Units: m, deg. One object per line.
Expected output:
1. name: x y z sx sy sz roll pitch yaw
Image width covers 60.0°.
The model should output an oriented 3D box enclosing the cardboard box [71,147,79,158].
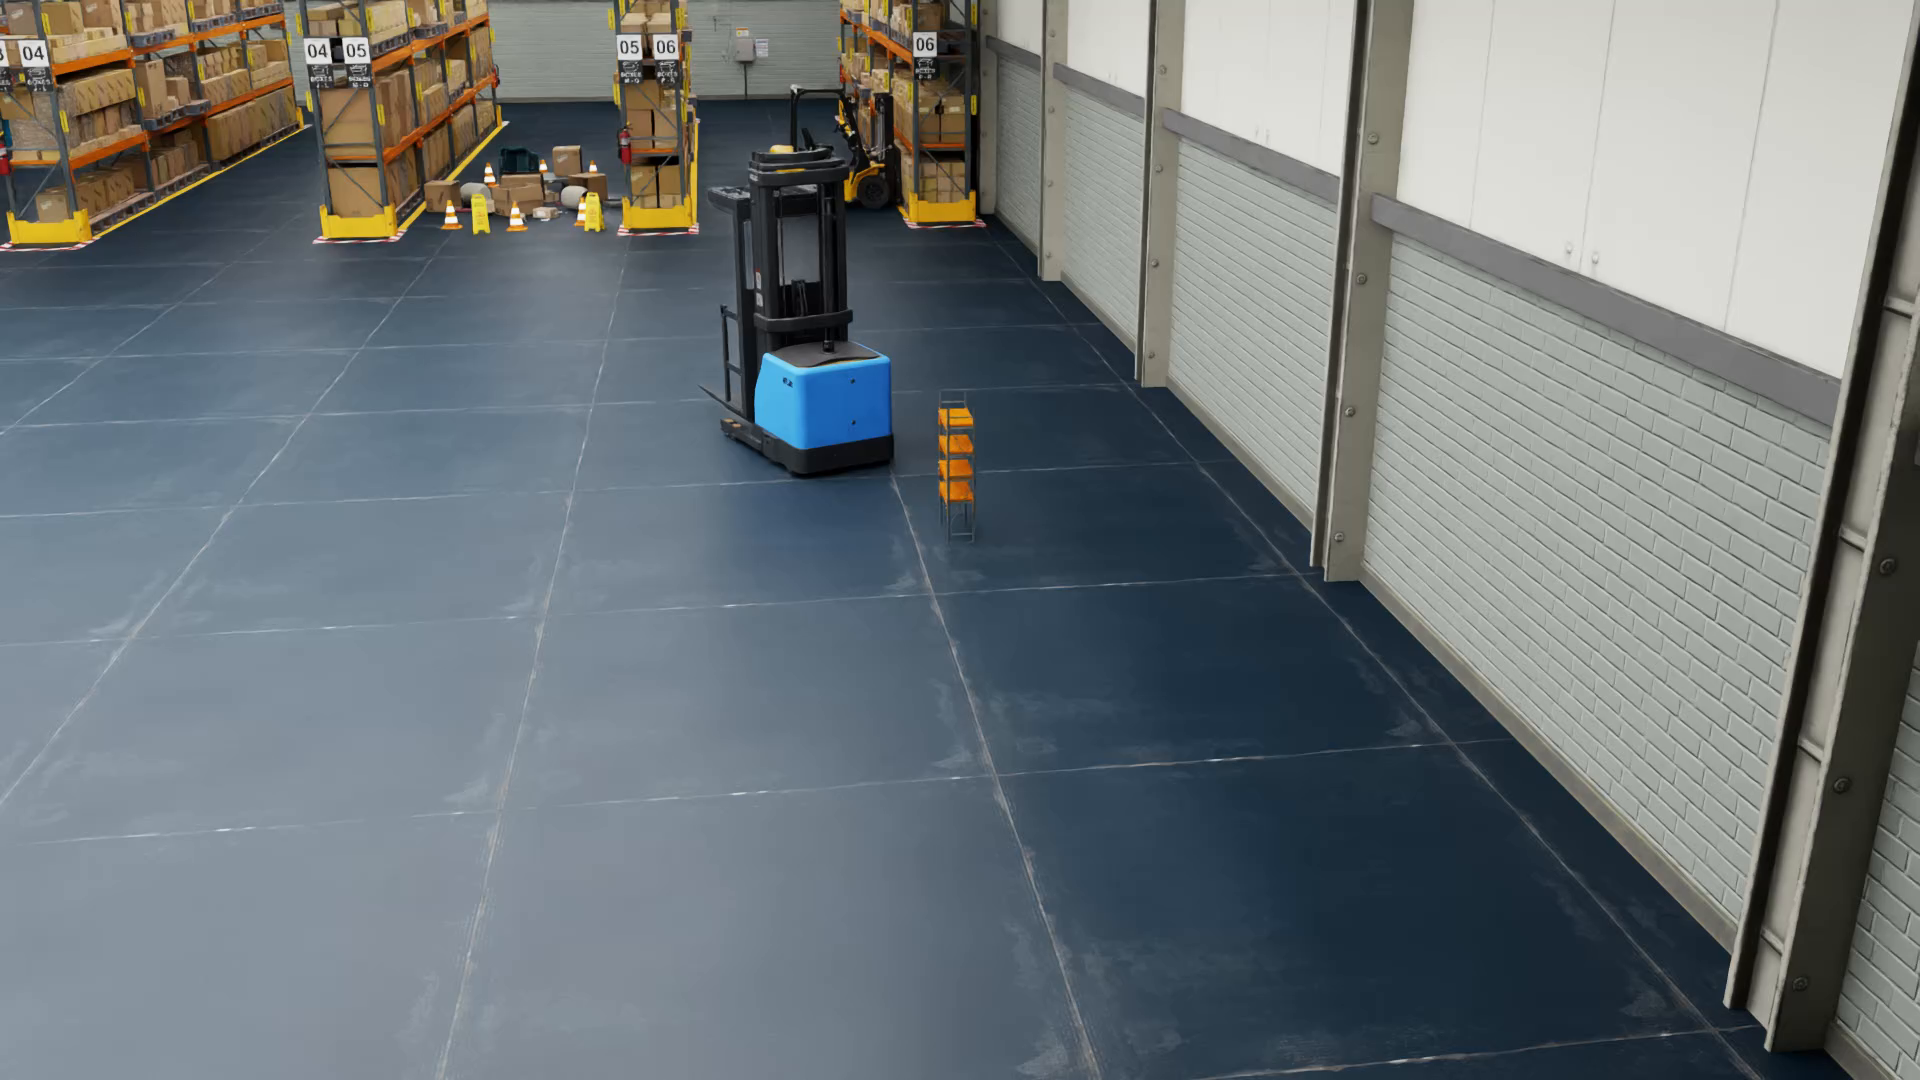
1. cardboard box: -14.855 -6.419 27.549 0.380 0.149 0.250 -3 21 -8

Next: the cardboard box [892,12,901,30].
1. cardboard box: -1.013 -9.782 31.290 0.500 0.311 0.500 -2 21 -7

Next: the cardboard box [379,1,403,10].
1. cardboard box: -10.283 -9.645 30.017 0.380 0.149 0.250 -3 21 -8

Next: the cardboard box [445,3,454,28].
1. cardboard box: -11.239 -11.332 35.915 0.500 0.500 0.500 -3 21 -8

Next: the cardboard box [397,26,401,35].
1. cardboard box: -10.206 -9.095 29.682 0.380 0.149 0.250 -3 21 -8

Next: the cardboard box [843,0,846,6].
1. cardboard box: -2.673 -13.584 41.875 0.500 0.250 0.500 -4 21 -9

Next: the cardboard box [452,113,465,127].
1. cardboard box: -11.255 -9.299 36.802 0.500 0.250 0.500 -3 21 -7

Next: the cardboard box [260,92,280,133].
1. cardboard box: -16.909 -10.239 39.854 0.875 0.875 0.875 -3 21 -8

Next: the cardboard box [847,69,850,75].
1. cardboard box: -2.651 -11.846 42.078 0.380 0.149 0.250 -2 21 -7

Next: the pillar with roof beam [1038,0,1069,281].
1. pillar with roof beam: -2.919 -7.892 22.560 9.100 9.000 0.400 -3 21 -8

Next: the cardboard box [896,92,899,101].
1. cardboard box: -1.004 -8.344 31.273 0.380 0.149 0.250 -3 21 -8

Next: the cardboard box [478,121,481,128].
1. cardboard box: -11.576 -9.851 39.427 0.380 0.149 0.250 -2 21 -5

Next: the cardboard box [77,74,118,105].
1. cardboard box: -15.128 -7.890 29.131 0.500 0.500 0.500 -3 21 -8

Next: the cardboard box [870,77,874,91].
1. cardboard box: -1.671 -9.857 35.893 0.500 0.250 0.500 -3 21 -8

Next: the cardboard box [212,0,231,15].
1. cardboard box: -16.670 -11.942 36.946 0.700 0.500 0.500 -2 21 -6

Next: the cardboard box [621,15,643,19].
1. cardboard box: -5.974 -9.486 30.334 0.380 0.149 0.250 -3 21 -8

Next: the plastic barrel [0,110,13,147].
1. plastic barrel: -21.603 -9.268 37.217 0.600 0.901 0.708 -3 21 -8

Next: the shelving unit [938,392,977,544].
1. shelving unit: -0.024 -0.619 14.234 0.258 1.200 0.503 -3 21 -8

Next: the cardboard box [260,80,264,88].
1. cardboard box: -16.553 -10.677 38.949 0.380 0.149 0.250 -2 21 -6

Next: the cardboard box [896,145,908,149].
1. cardboard box: -0.986 -7.319 31.501 0.500 0.250 0.500 -2 21 -6

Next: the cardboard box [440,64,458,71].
1. cardboard box: -11.444 -10.578 37.235 0.380 0.149 0.250 -4 21 -10

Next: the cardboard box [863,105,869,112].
1. cardboard box: -2.092 -10.257 39.510 0.380 0.149 0.250 -4 21 -11

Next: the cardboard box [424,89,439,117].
1. cardboard box: -10.713 -8.705 33.167 0.500 0.500 0.500 -3 21 -7

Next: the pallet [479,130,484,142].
1. pallet: -11.972 -9.633 39.780 1.003 0.211 1.213 -3 21 -8

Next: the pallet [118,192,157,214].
1. pallet: -15.478 -6.186 30.552 1.003 0.211 1.213 -3 21 -8

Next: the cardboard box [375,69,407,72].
1. cardboard box: -10.668 -8.385 30.697 0.875 0.550 0.550 -3 21 -8

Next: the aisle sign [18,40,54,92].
1. aisle sign: -14.727 -7.550 26.503 0.394 0.787 0.004 -3 21 -8

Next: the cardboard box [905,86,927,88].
1. cardboard box: -0.822 -8.312 30.764 0.380 0.149 0.250 -3 21 -8

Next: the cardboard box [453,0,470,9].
1. cardboard box: -11.672 -12.456 38.567 0.500 0.250 0.500 -2 21 -6

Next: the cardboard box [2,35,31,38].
1. cardboard box: -15.511 -8.212 27.347 0.380 0.149 0.250 -3 21 -7

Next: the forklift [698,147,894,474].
1. forklift: -1.820 -2.472 16.721 1.130 2.935 3.031 -11 23 -28

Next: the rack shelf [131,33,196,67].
1. rack shelf: -15.898 -9.484 32.137 1.077 0.370 4.000 -3 21 -8

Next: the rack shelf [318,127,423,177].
1. rack shelf: -10.399 -6.909 29.530 1.077 0.370 4.000 -3 21 -8

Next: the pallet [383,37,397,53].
1. pallet: -10.407 -8.597 28.861 1.003 0.211 1.213 -3 21 -8

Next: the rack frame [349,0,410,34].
1. rack frame: -10.687 -10.749 30.209 1.000 3.000 0.127 -3 21 -8

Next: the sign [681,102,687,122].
1. sign: -4.690 -7.271 28.235 0.100 0.325 0.005 -3 21 -8

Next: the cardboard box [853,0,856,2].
1. cardboard box: -2.269 -12.523 38.437 0.380 0.149 0.250 -3 21 -9

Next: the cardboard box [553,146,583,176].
1. cardboard box: -7.560 -7.307 32.057 0.500 0.500 0.500 -3 21 -8

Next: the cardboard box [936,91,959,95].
1. cardboard box: -0.230 -7.977 29.865 0.380 0.149 0.250 -3 21 -7

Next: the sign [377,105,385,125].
1. sign: -9.560 -7.022 27.455 0.100 0.325 0.005 -3 21 -8

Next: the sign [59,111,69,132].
1. sign: -14.496 -6.772 26.896 0.100 0.325 0.005 -3 21 -8

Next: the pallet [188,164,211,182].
1. pallet: -16.075 -7.532 34.154 1.003 0.211 1.213 -3 21 -8

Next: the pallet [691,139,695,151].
1. pallet: -6.592 -9.000 38.086 1.003 0.211 1.213 -3 21 -8

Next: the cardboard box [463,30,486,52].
1. cardboard box: -11.948 -12.247 40.797 0.500 0.500 0.500 -2 21 -5

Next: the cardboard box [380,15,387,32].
1. cardboard box: -10.074 -8.802 28.329 0.500 0.250 0.500 -3 21 -8

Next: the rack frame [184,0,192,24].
1. rack frame: -16.186 -11.919 33.341 1.000 3.000 0.127 -3 21 -8

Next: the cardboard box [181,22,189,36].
1. cardboard box: -15.875 -10.291 33.484 0.500 0.250 0.500 -3 21 -8

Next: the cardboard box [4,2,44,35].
1. cardboard box: -15.507 -8.688 27.695 0.500 0.500 0.500 -3 21 -8
